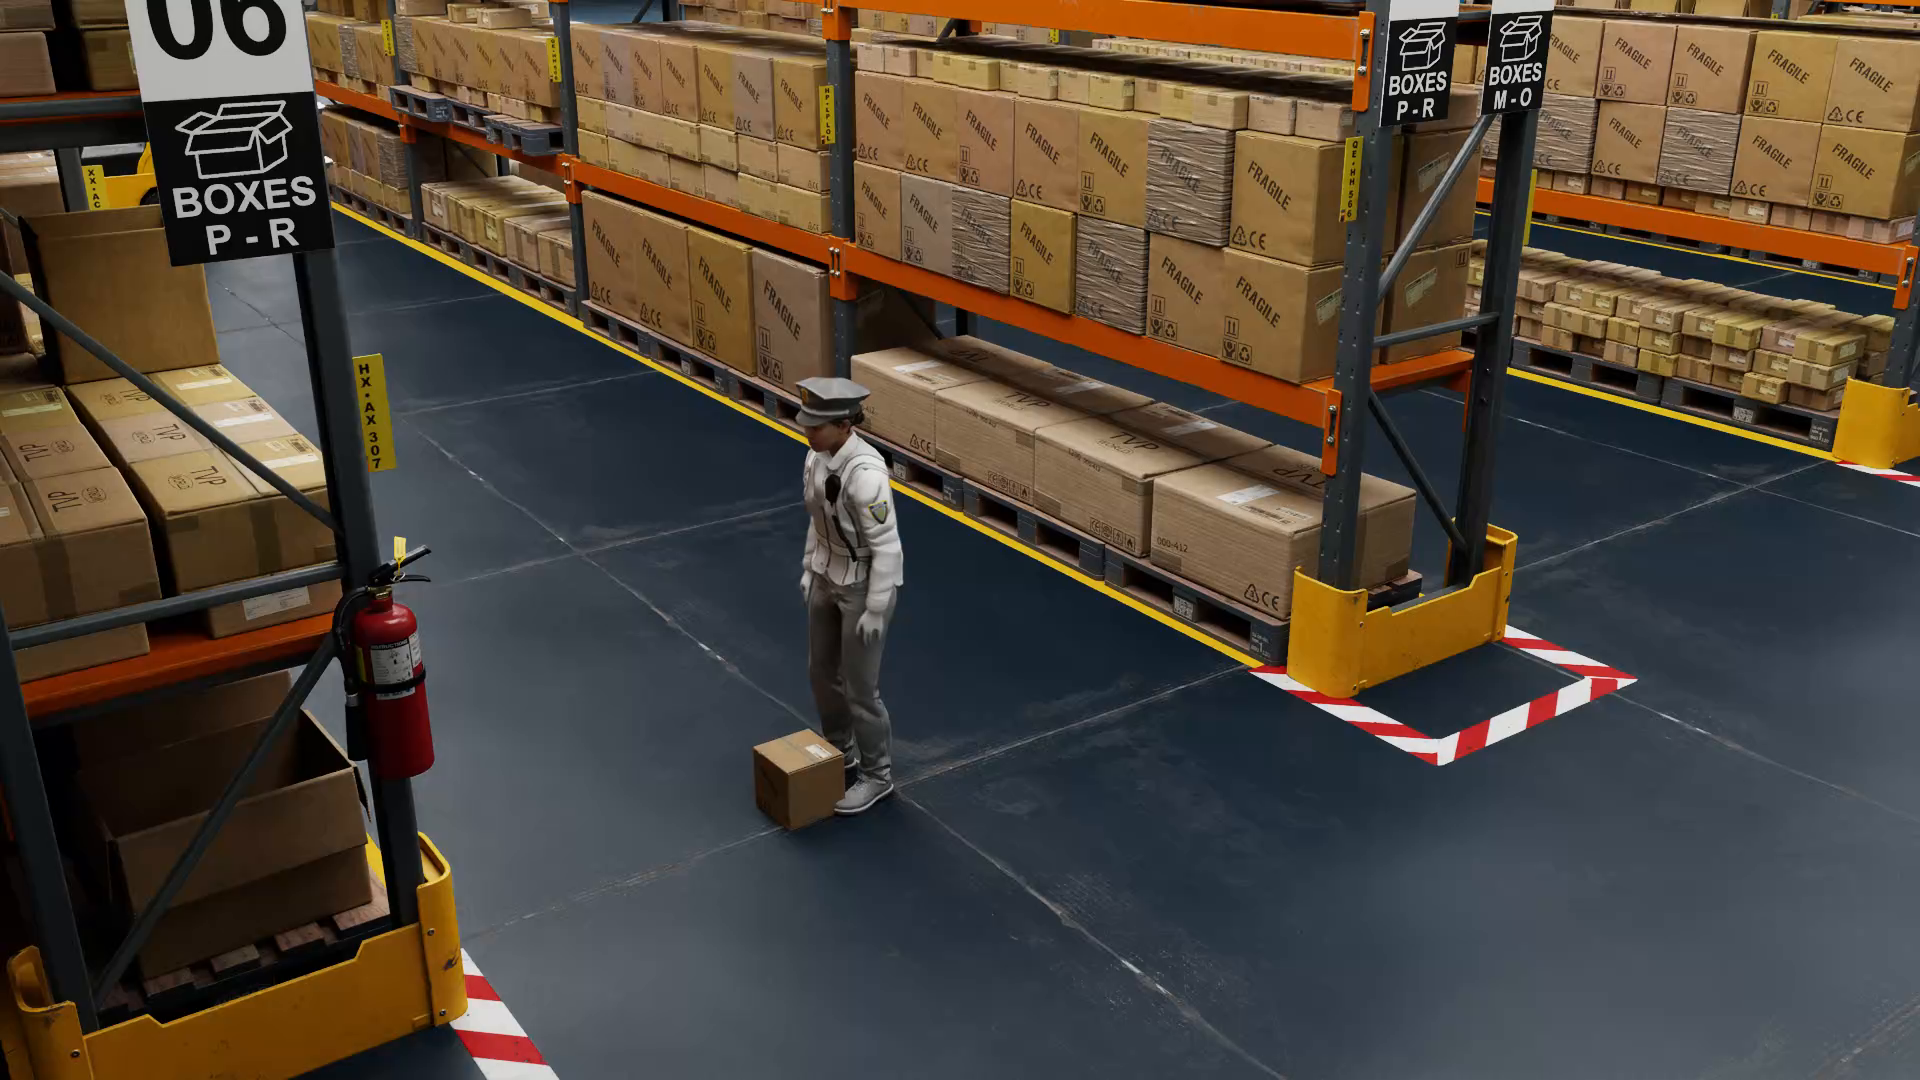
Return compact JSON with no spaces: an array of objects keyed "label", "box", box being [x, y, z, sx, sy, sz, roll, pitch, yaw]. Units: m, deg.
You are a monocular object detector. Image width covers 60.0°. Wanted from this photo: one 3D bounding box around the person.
[{"label":"person","box":[-0.420,0.193,6.183,0.376,1.663,0.527,-15,26,-33]}]
